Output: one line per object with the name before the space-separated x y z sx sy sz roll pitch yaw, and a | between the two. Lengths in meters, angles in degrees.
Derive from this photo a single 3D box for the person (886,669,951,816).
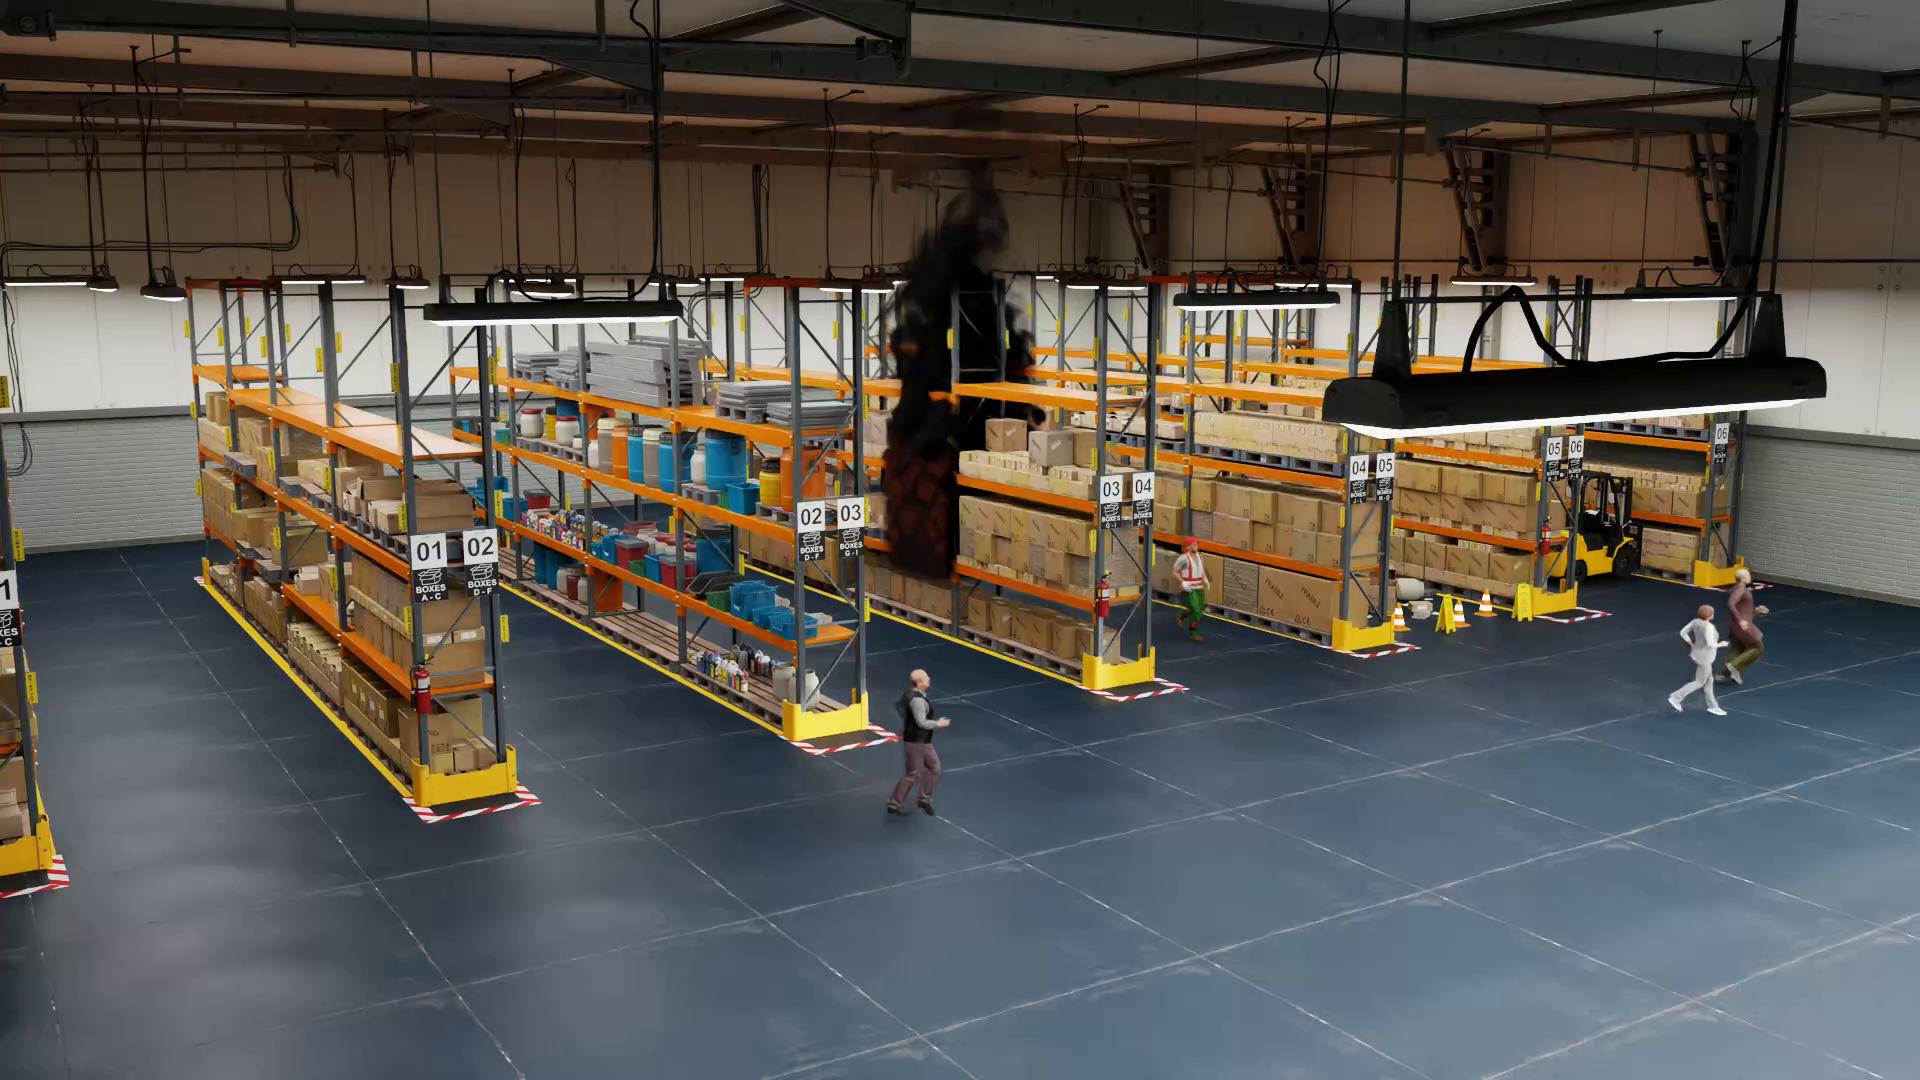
person | -0.478 2.258 18.982 0.748 1.612 0.675 -1 10 -5

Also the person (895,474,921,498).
person | -1.027 -0.621 36.467 0.706 1.726 0.574 -7 12 -35

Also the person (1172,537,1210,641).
person | 3.851 0.799 27.996 0.698 1.747 0.724 -8 12 -39

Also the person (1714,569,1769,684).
person | 11.766 1.341 24.969 0.700 1.657 0.694 2 10 12

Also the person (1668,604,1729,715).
person | 10.324 1.677 23.144 0.853 1.597 0.540 0 10 -2
